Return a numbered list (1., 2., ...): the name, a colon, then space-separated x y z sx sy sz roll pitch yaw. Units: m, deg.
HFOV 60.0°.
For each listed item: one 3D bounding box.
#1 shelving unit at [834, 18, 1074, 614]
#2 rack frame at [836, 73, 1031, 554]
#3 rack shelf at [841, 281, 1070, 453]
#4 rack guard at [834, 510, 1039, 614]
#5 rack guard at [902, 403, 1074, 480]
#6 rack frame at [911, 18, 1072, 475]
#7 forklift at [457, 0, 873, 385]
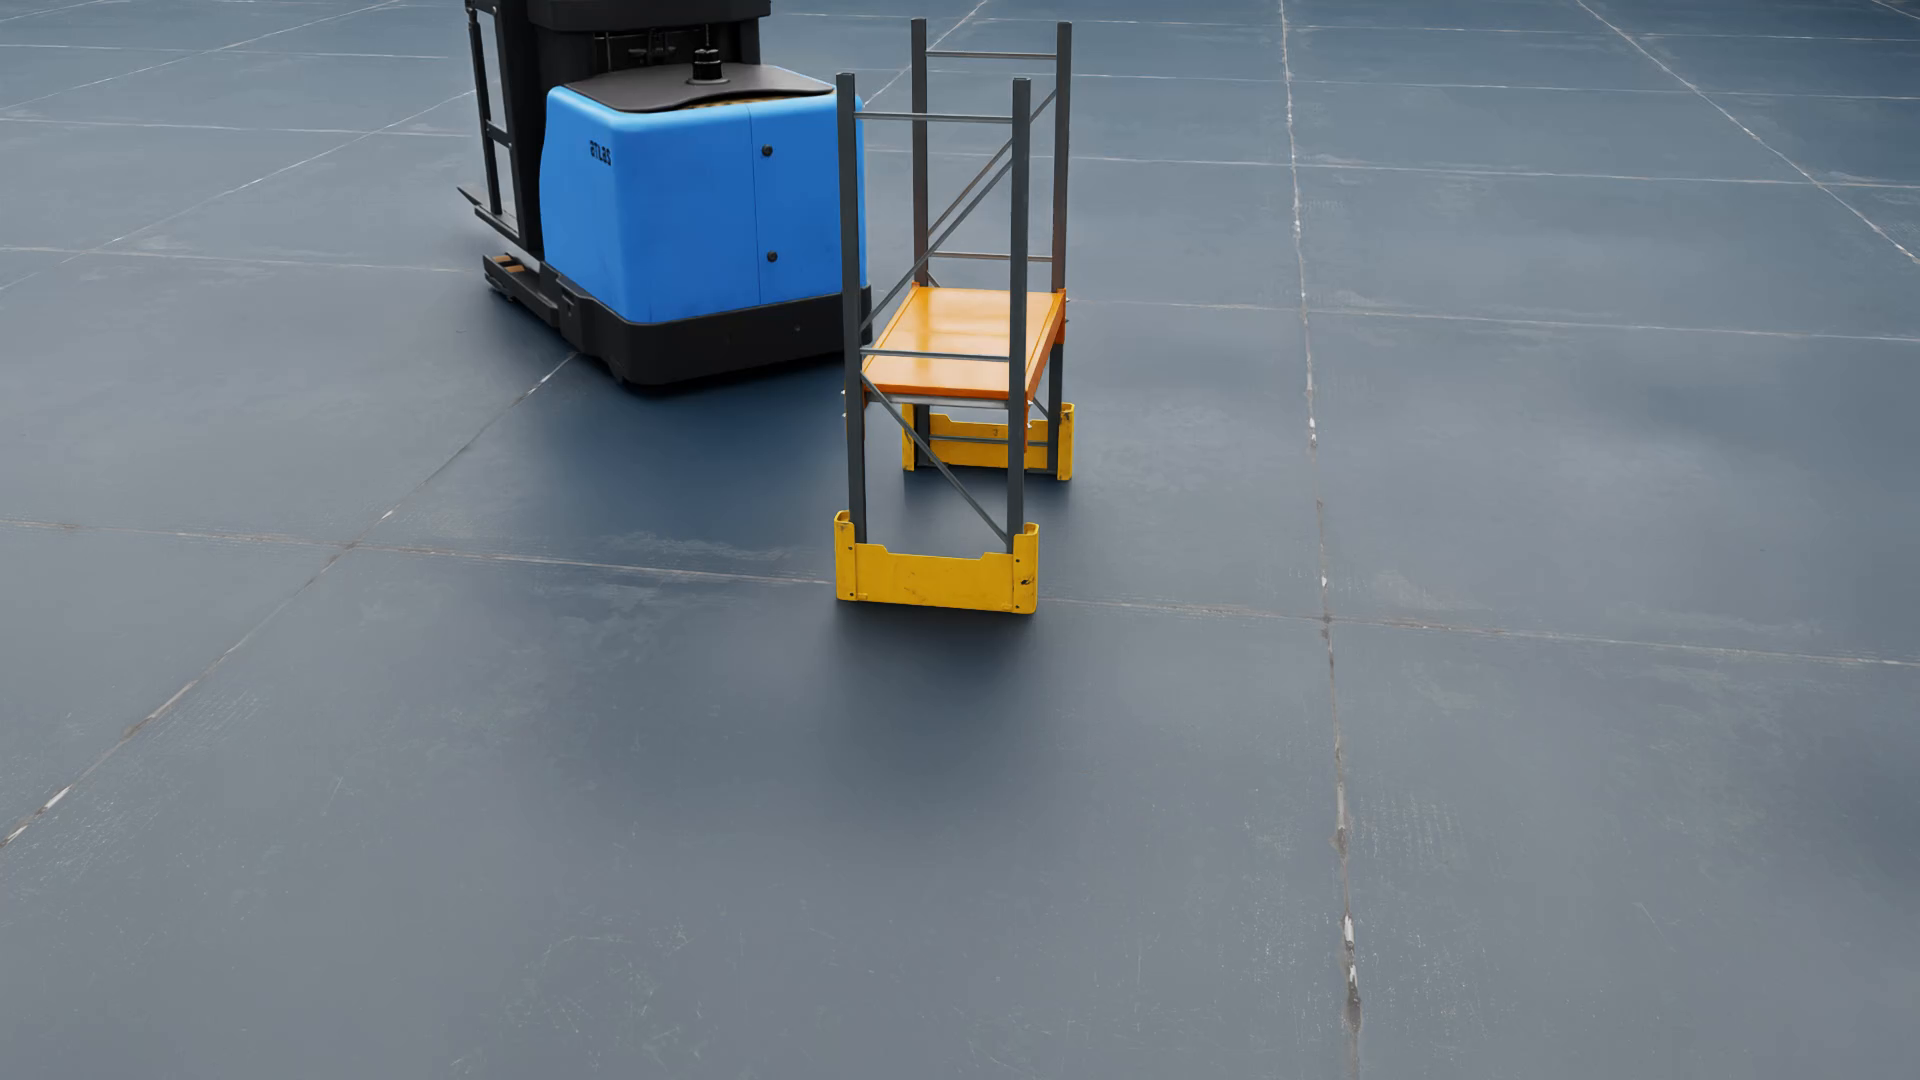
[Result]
1. shelving unit: 0.012 -0.711 5.000 0.587 1.500 1.083 4 25 9
2. rack frame: -0.069 -0.502 4.554 0.500 1.500 0.032 4 25 9
3. rack shelf: 0.014 -0.552 5.085 0.538 0.185 1.000 4 25 9
4. rack guard: -0.069 0.063 4.820 0.587 0.250 0.087 4 25 9
5. rack guard: 0.094 -0.353 5.710 0.587 0.250 0.087 4 25 9
6. rack frame: 0.097 -0.928 5.462 0.500 1.500 0.032 4 25 9
7. forklift: -1.550 -2.501 7.135 1.130 2.935 3.031 -14 29 -28
